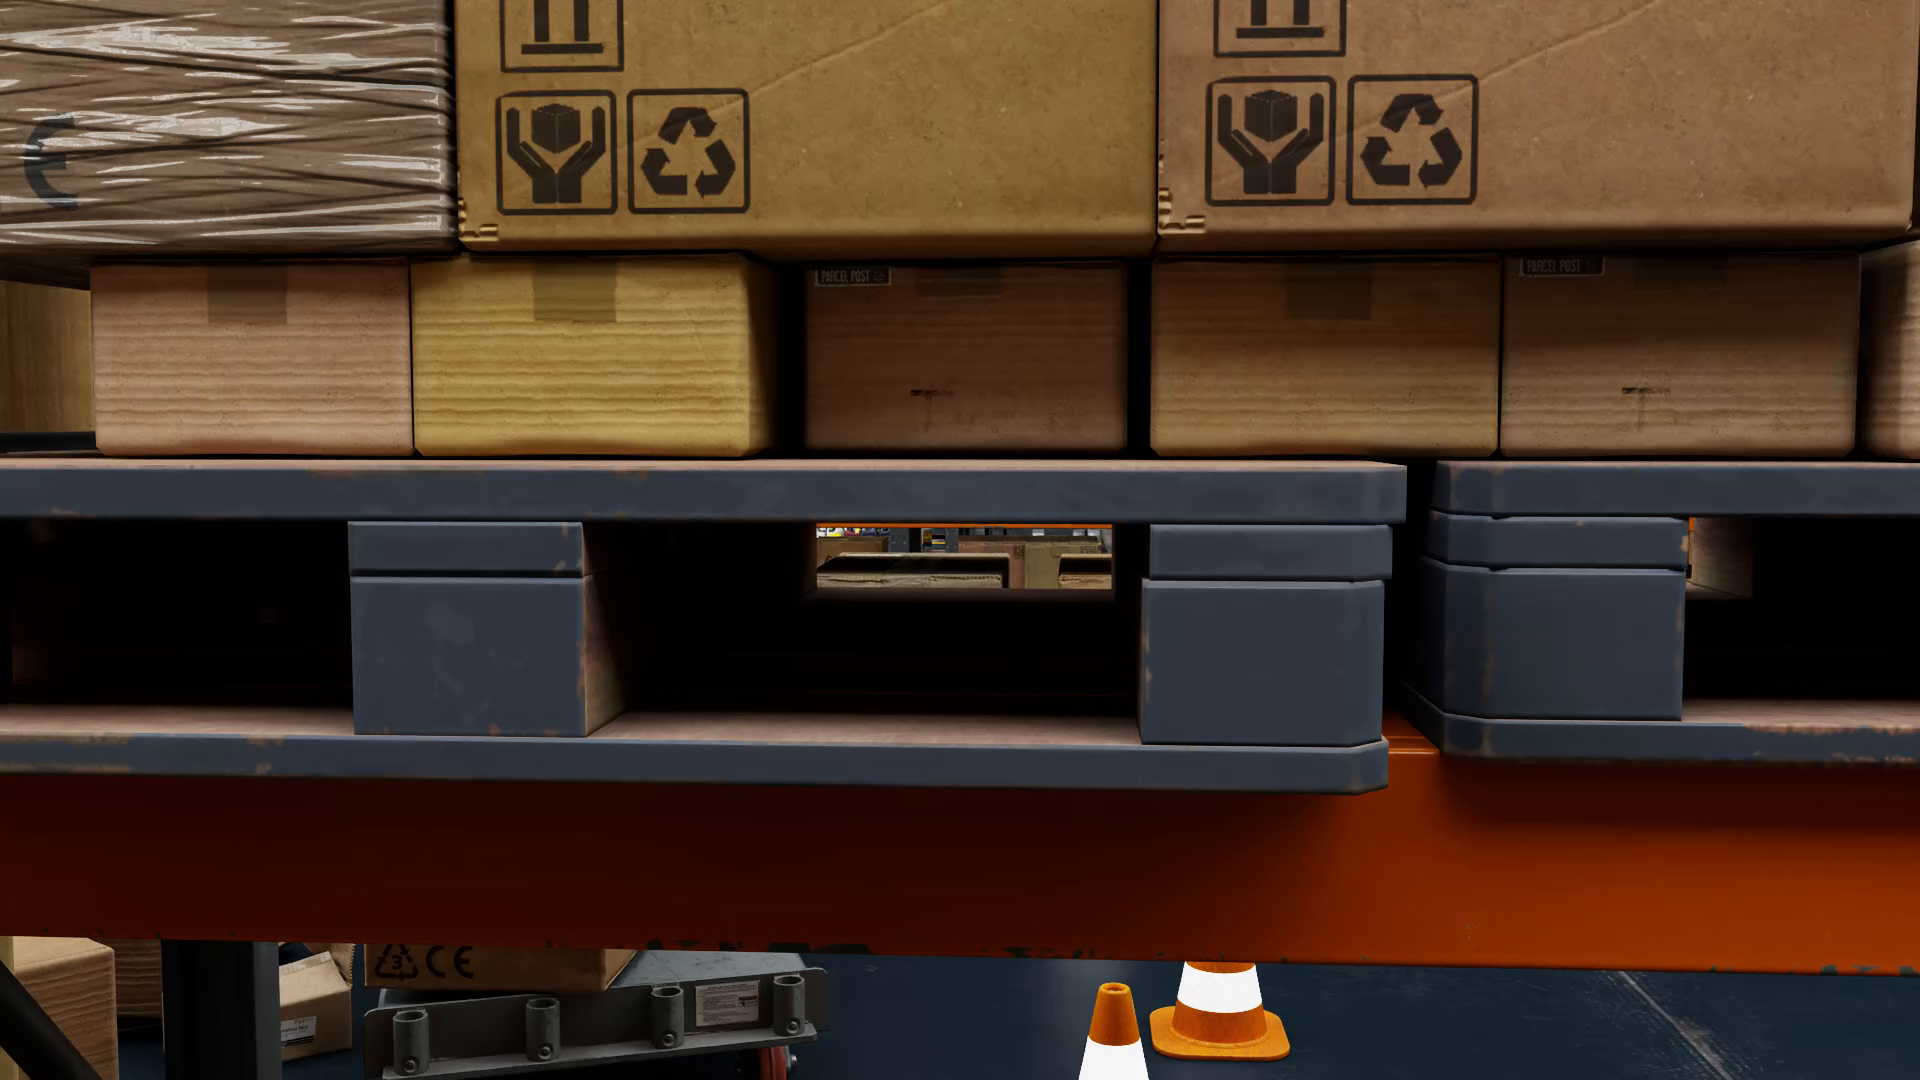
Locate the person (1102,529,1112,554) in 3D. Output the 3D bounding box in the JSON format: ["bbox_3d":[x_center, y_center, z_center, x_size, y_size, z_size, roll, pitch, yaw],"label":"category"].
[{"bbox_3d":[1.004,-0.069,10.194,0.367,1.763,0.565,0,4,1],"label":"person"}]
